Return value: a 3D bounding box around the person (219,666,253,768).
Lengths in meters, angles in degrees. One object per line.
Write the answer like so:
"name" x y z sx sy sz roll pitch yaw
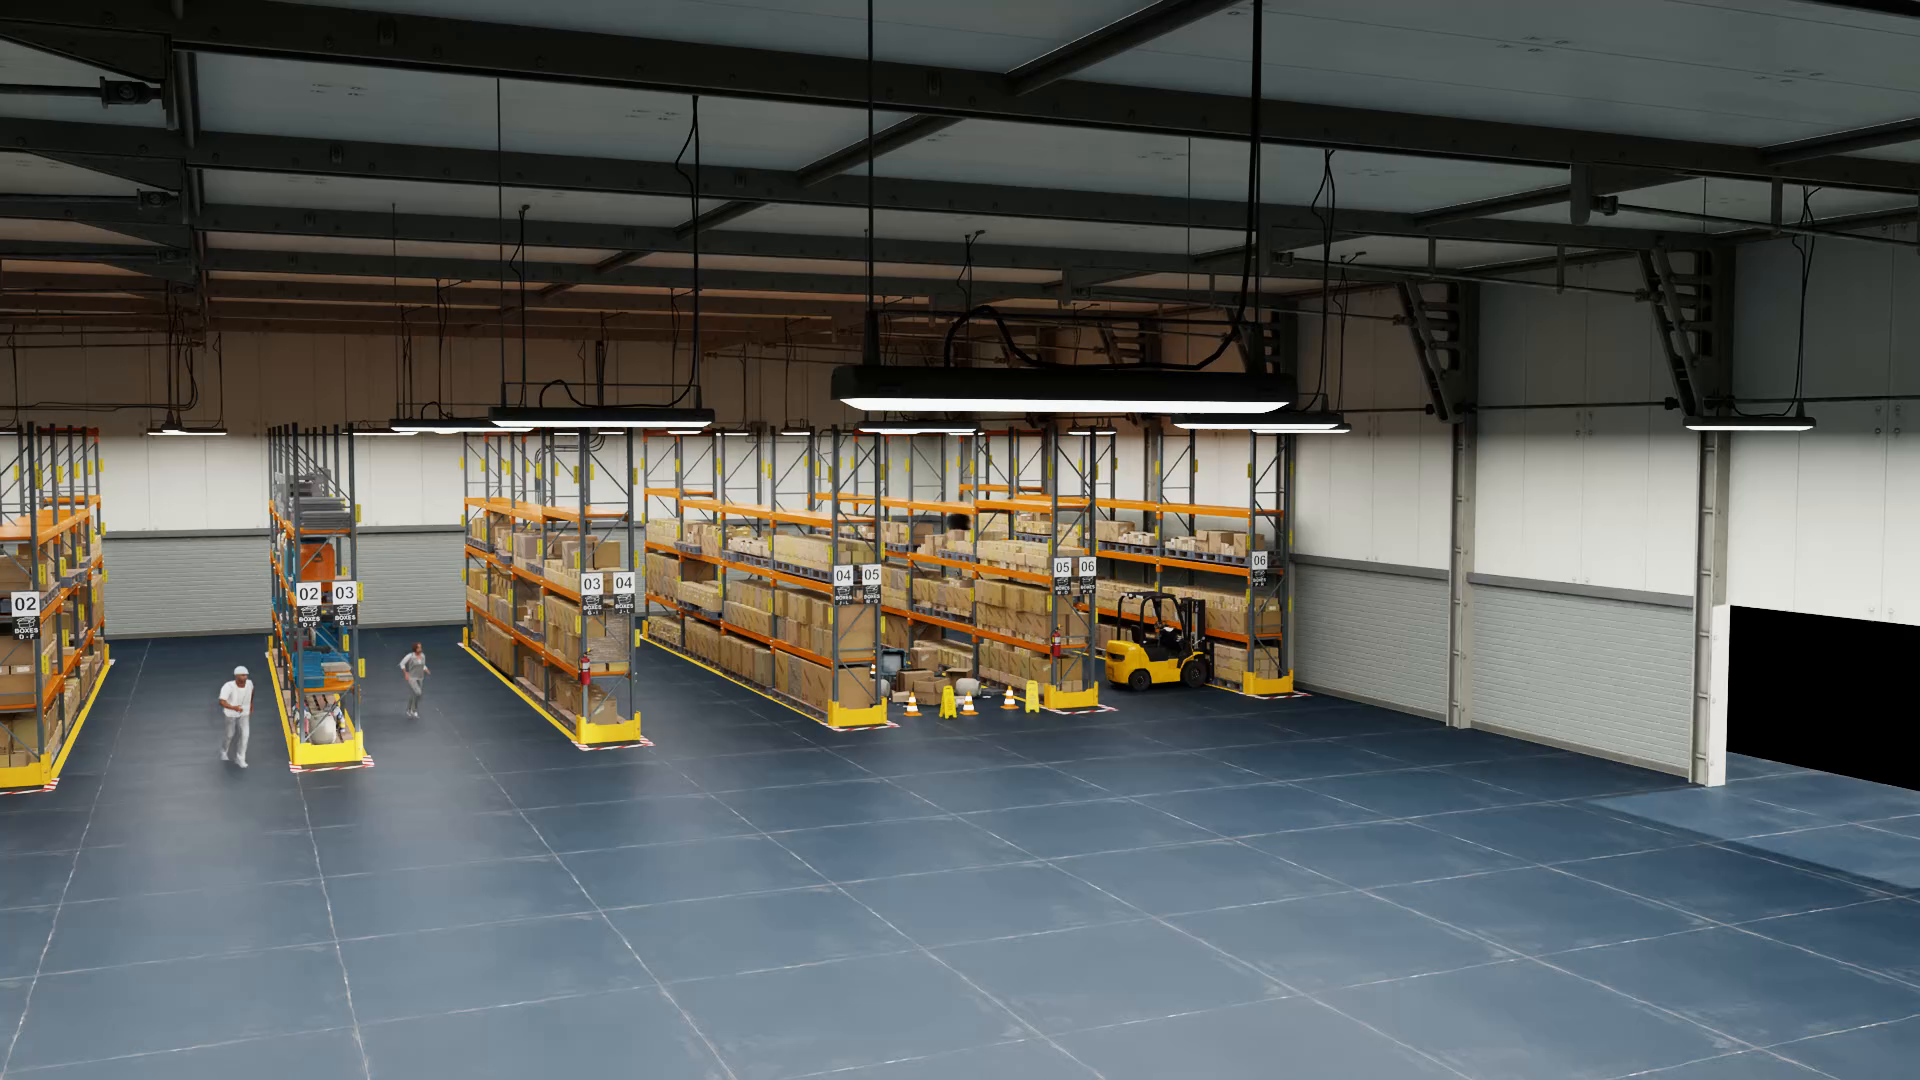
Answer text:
"person" -12.686 3.081 29.171 0.687 1.764 0.884 -3 5 -43

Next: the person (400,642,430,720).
"person" -11.121 2.873 33.941 0.762 1.600 0.482 3 4 37
